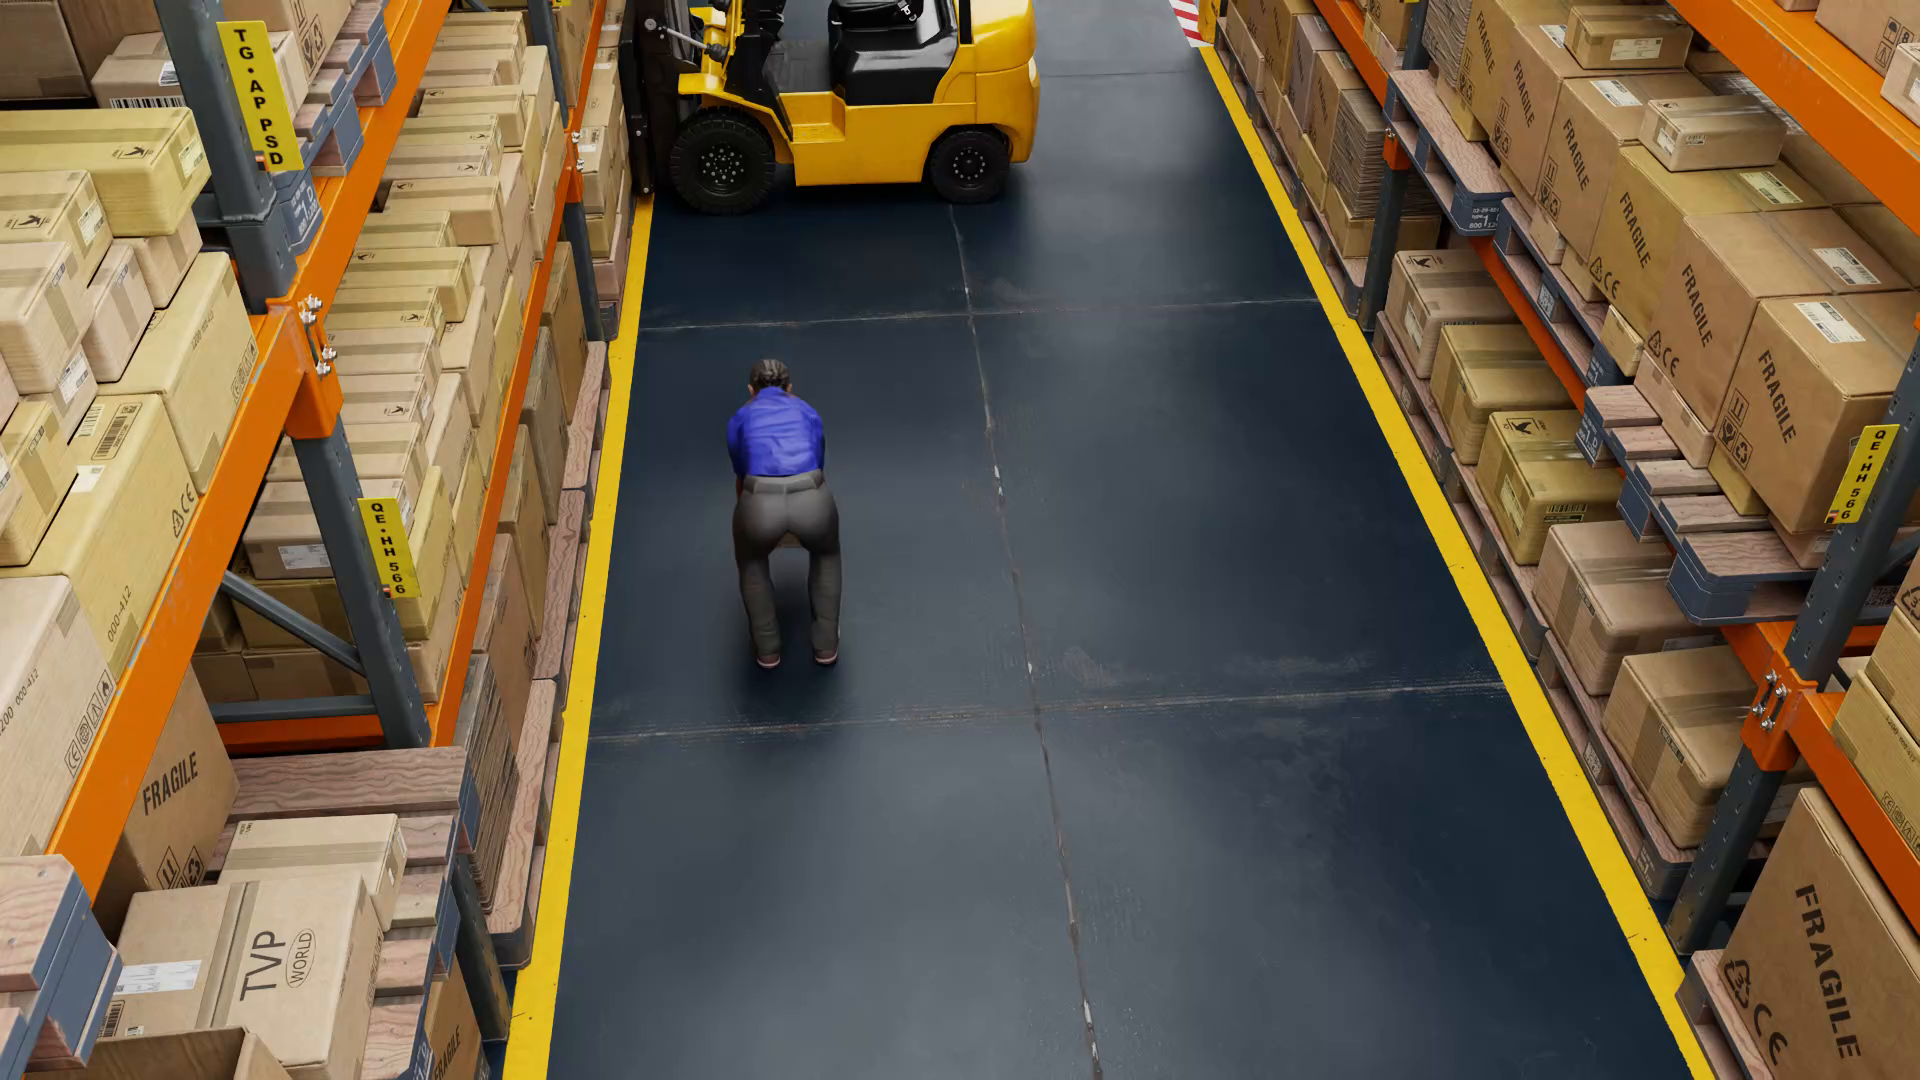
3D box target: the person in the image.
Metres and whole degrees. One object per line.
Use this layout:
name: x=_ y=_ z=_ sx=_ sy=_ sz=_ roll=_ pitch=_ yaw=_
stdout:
person: x=-0.709 y=-0.197 z=6.623 sx=0.410 sy=1.382 sz=0.758 roll=-5 pitch=40 yaw=-6
